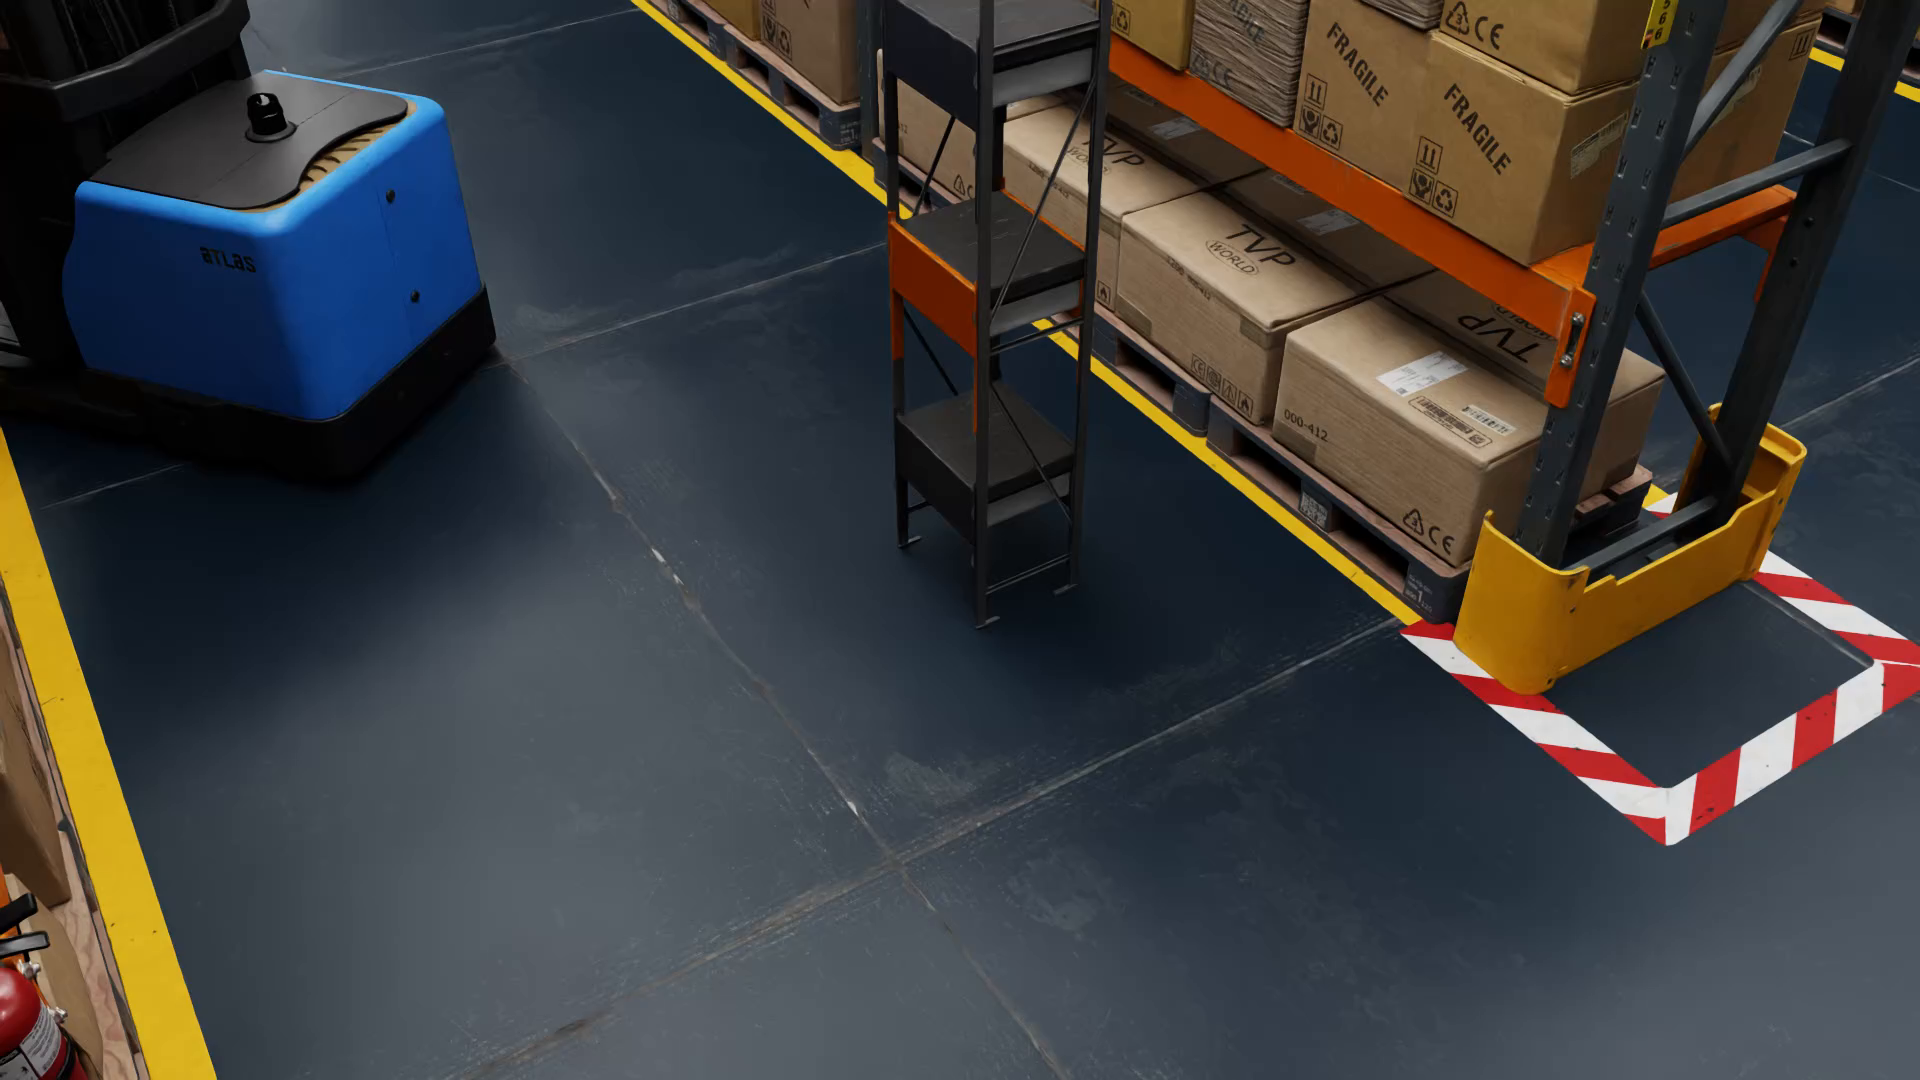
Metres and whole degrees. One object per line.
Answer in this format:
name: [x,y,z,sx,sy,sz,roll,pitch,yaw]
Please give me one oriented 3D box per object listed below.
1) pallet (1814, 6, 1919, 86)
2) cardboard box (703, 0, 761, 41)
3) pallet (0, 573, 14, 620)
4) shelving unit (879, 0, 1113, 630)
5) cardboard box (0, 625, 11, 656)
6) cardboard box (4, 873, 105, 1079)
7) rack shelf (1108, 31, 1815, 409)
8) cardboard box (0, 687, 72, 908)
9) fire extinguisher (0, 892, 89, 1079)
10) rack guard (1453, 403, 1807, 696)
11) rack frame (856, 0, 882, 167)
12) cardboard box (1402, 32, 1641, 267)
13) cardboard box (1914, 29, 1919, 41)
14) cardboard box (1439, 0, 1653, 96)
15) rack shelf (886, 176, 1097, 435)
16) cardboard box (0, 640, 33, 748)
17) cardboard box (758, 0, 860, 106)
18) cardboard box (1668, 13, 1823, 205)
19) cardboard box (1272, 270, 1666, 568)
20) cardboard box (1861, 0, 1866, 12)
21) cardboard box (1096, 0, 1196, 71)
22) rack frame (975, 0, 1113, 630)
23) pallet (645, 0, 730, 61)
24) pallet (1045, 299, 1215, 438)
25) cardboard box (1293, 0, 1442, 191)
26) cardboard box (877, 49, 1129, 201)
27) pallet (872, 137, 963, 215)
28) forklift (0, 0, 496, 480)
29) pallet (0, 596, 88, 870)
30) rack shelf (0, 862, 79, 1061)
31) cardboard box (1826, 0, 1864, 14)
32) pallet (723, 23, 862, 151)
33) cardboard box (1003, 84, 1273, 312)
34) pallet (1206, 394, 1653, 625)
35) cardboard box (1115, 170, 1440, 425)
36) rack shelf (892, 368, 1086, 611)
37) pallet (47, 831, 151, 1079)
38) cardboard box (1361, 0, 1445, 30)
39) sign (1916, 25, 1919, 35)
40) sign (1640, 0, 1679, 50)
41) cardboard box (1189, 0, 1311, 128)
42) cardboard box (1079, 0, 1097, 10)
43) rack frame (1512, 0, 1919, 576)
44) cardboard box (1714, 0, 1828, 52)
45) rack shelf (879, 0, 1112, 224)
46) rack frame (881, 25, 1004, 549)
pallet: [5.155,-2.795,8.939,1.003,0.211,1.213,-22,45,-24]
cardboard box: [-0.908,-3.254,8.644,0.875,0.875,0.875,-21,44,-23]
pallet: [-3.830,0.036,5.542,1.003,0.211,1.213,-22,45,-24]
shelving unit: [0.089,-0.717,4.971,0.431,2.100,0.503,-22,45,-24]
cardboard box: [-3.281,0.154,4.847,0.700,0.500,0.500,-24,45,-26]
cardboard box: [-2.296,1.188,3.604,0.797,0.503,0.637,-24,45,-26]
rack shelf: [1.060,-1.761,6.082,1.077,0.370,4.000,-22,45,-24]
cardboard box: [-2.723,0.714,4.174,0.700,0.500,0.500,-20,44,-23]
fire extinguisher: [-1.579,0.846,2.743,0.296,0.674,0.183,-22,45,-24]
rack guard: [2.149,0.015,5.341,1.175,0.500,0.348,-22,45,-24]
rack frame: [-0.015,-3.117,7.147,1.000,3.000,0.127,-22,45,-24]
cardboard box: [1.653,-1.166,4.728,0.500,0.500,0.500,-22,45,-24]
cardboard box: [5.039,-2.670,8.510,0.380,0.149,0.250,-21,44,-24]
cardboard box: [1.676,-1.559,4.418,0.500,0.500,0.500,-21,44,-23]
rack shelf: [0.089,-0.707,4.979,0.431,0.518,0.480,-22,45,-24]
cardboard box: [-2.923,0.394,4.558,0.500,0.500,0.500,-21,44,-24]
cardboard box: [-0.416,-2.769,8.062,0.875,0.875,0.875,-21,44,-23]
cardboard box: [2.120,-1.354,4.954,0.500,0.500,0.500,-23,45,-25]
cardboard box: [1.697,-0.457,5.628,0.875,0.438,0.875,-24,45,-26]
cardboard box: [4.967,-2.833,8.705,0.380,0.149,0.250,-21,44,-23]
cardboard box: [0.823,-1.990,5.717,0.500,0.500,0.500,-21,44,-23]
rack frame: [0.220,-0.586,4.813,0.400,2.100,0.015,-22,45,-24]
pallet: [-1.154,-3.095,9.300,1.003,0.211,1.213,-22,45,-24]
pallet: [0.988,-0.949,6.724,1.003,0.211,1.213,-22,45,-24]
cardboard box: [1.396,-1.442,5.059,0.500,0.500,0.500,-23,45,-25]
cardboard box: [0.232,-1.918,7.382,0.875,0.438,0.875,-23,45,-25]
pallet: [0.328,-1.608,7.515,1.003,0.211,1.213,-22,45,-24]
forklift: [-3.412,-1.920,5.765,3.031,2.935,1.130,13,42,15]
pallet: [-3.170,0.695,4.751,1.003,0.211,1.213,-22,45,-24]
rack shelf: [-3.123,-0.050,4.029,1.077,0.370,4.000,-22,45,-24]
cardboard box: [4.761,-2.948,8.844,0.380,0.149,0.250,-23,45,-26]
pallet: [-0.493,-2.436,8.509,1.003,0.211,1.213,-22,45,-24]
cardboard box: [0.714,-1.435,6.803,0.875,0.438,0.875,-24,45,-26]
pallet: [1.640,-0.291,5.935,1.003,0.211,1.213,-22,45,-24]
cardboard box: [1.197,-0.948,6.218,0.875,0.438,0.875,-21,44,-23]
rack shelf: [0.089,-0.169,5.427,0.431,0.518,0.480,-22,45,-24]
pallet: [-2.518,1.353,3.962,1.003,0.211,1.213,-22,45,-24]
cardboard box: [1.370,-1.831,4.745,0.500,0.500,0.500,-22,45,-24]
sign: [2.607,-1.509,4.479,0.100,0.325,0.005,-22,45,-24]
sign: [1.671,-1.314,3.895,0.100,0.325,0.005,-22,45,-24]
cardboard box: [1.111,-1.716,5.388,0.500,0.500,0.500,-21,44,-23]
cardboard box: [0.546,-2.268,6.051,0.500,0.500,0.500,-22,45,-24]
rack frame: [2.136,-0.958,4.556,1.000,3.000,0.127,-22,45,-24]
cardboard box: [2.118,-1.738,4.633,0.500,0.500,0.500,-23,45,-25]
rack shelf: [0.089,-1.245,4.531,0.431,0.518,0.480,-22,45,-24]
rack frame: [-0.042,-0.849,5.129,0.400,2.100,0.015,-22,45,-24]
